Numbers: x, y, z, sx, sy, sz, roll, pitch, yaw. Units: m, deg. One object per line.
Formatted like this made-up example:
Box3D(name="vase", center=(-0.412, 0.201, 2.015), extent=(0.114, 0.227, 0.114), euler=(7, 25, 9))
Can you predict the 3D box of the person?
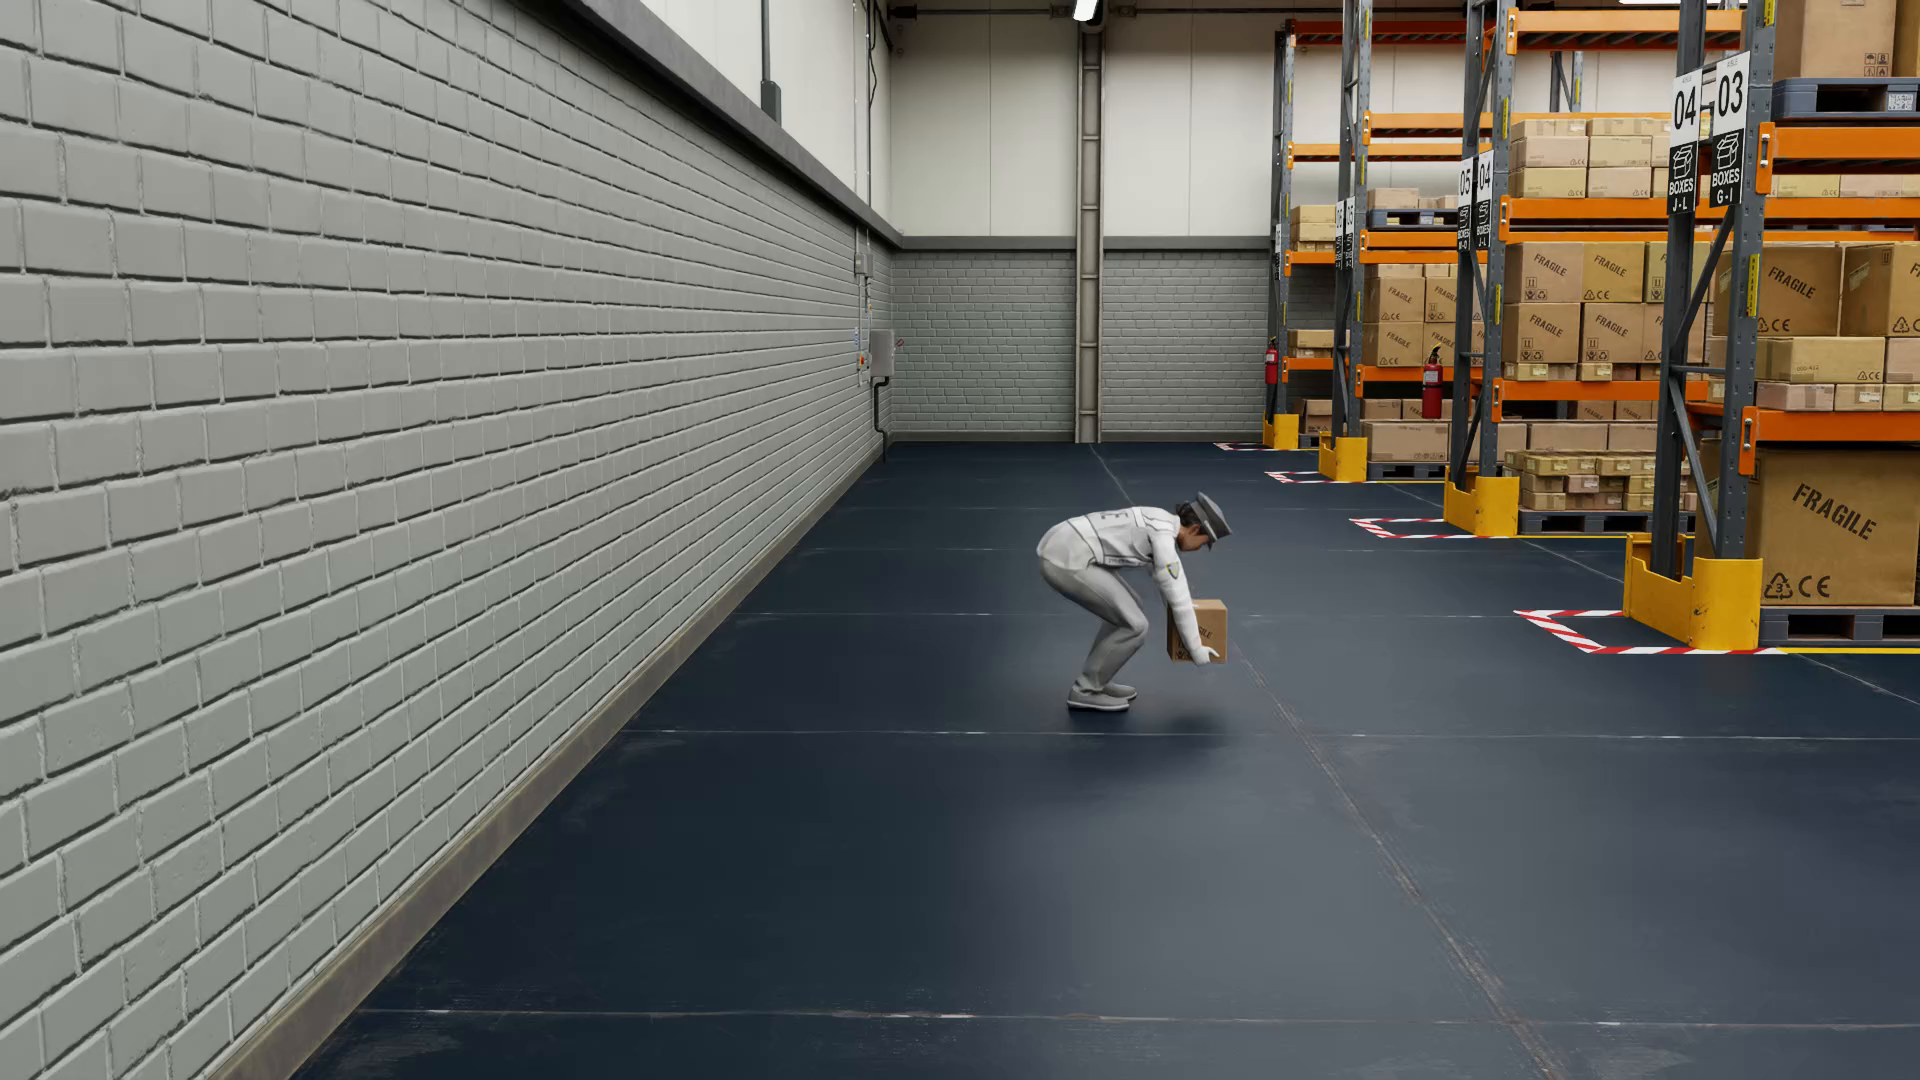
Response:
Box3D(name="person", center=(0.813, 0.277, 7.743), extent=(0.917, 1.000, 0.452), euler=(0, 7, -1))
